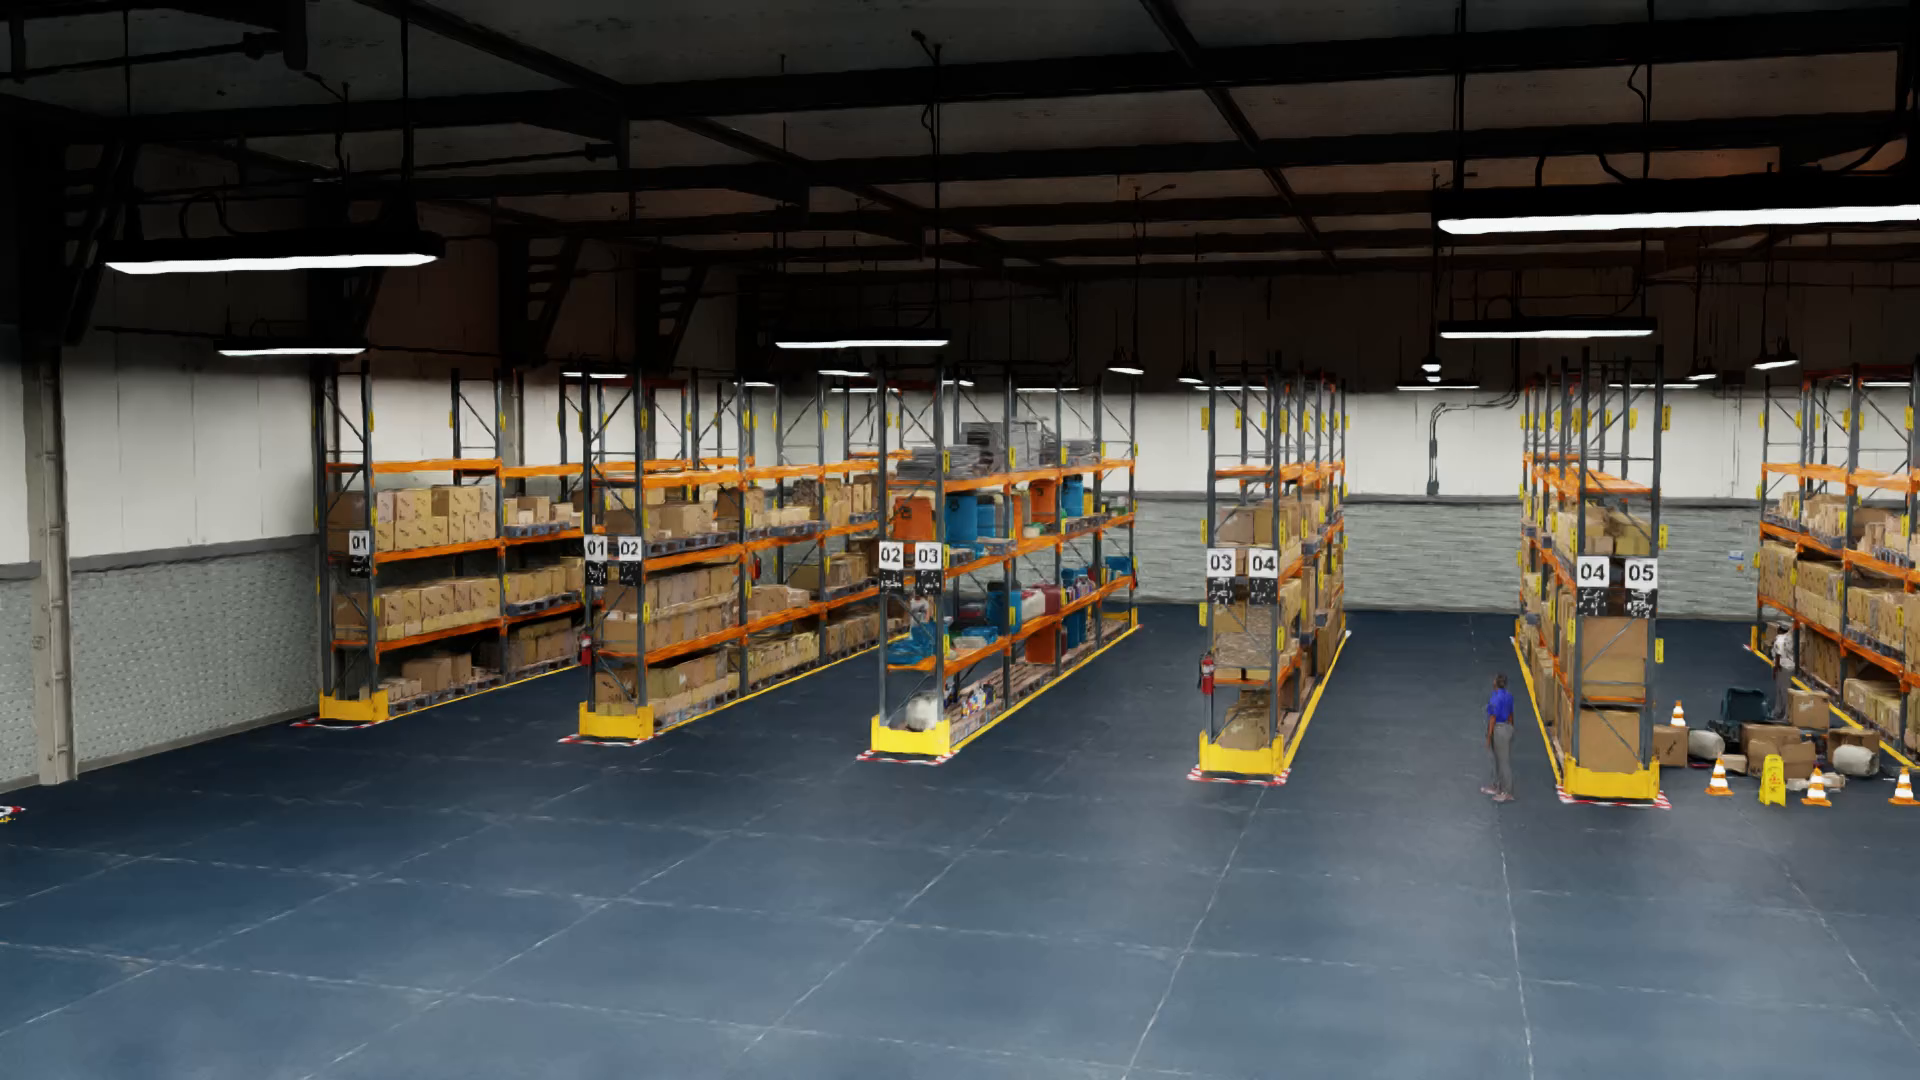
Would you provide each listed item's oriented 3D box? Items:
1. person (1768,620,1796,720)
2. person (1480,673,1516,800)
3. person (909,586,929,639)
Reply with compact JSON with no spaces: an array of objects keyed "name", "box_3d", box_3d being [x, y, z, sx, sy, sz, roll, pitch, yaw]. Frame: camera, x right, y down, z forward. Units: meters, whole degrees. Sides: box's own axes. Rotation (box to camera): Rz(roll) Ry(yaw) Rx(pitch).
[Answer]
[{"name":"person","box_3d":[13.736,2.170,27.822,0.561,1.663,0.588,4,5,42]},{"name":"person","box_3d":[7.156,2.585,22.096,0.555,1.650,0.588,4,5,42]},{"name":"person","box_3d":[-0.840,1.740,34.346,0.455,1.610,1.019,1,4,15]}]
